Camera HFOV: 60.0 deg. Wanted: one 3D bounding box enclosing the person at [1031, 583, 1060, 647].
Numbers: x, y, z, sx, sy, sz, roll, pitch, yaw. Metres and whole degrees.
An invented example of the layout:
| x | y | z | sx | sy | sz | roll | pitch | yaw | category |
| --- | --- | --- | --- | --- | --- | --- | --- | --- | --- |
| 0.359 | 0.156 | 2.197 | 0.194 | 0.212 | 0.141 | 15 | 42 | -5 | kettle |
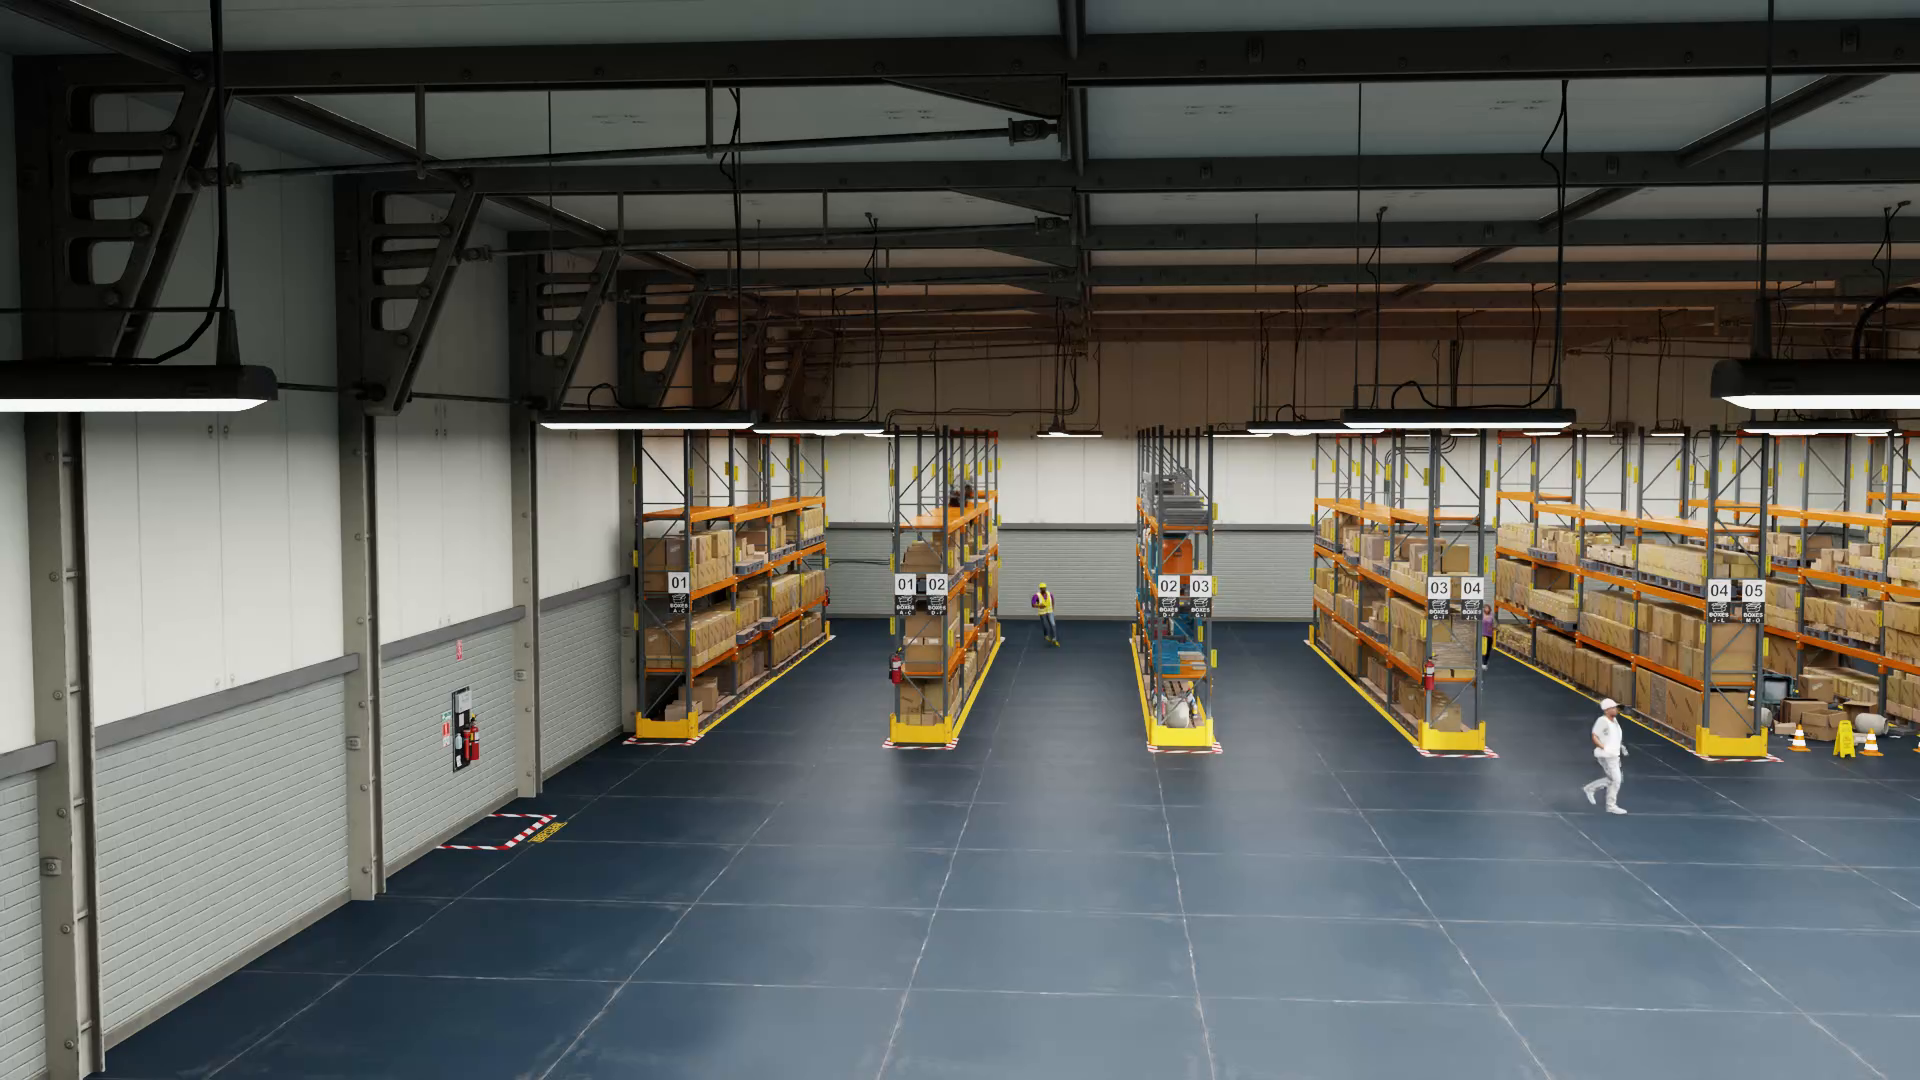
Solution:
| x | y | z | sx | sy | sz | roll | pitch | yaw | category |
| --- | --- | --- | --- | --- | --- | --- | --- | --- | --- |
| 2.345 | 2.062 | 46.495 | 0.734 | 1.750 | 0.901 | -1 | 3 | -11 | person |

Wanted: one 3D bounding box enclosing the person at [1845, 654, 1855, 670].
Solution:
| x | y | z | sx | sy | sz | roll | pitch | yaw | category |
| --- | --- | --- | --- | --- | --- | --- | --- | --- | --- |
| 21.417 | 2.434 | 40.460 | 0.663 | 1.768 | 0.908 | 0 | 3 | 8 | person |

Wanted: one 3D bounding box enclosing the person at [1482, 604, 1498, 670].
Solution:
| x | y | z | sx | sy | sz | roll | pitch | yaw | category |
| --- | --- | --- | --- | --- | --- | --- | --- | --- | --- |
| 13.153 | 2.404 | 41.565 | 0.542 | 1.598 | 0.867 | 1 | 3 | 11 | person |

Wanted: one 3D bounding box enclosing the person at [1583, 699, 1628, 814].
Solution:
| x | y | z | sx | sy | sz | roll | pitch | yaw | category |
| --- | --- | --- | --- | --- | --- | --- | --- | --- | --- |
| 9.918 | 3.307 | 25.536 | 0.652 | 1.749 | 0.705 | 3 | 4 | 38 | person |
